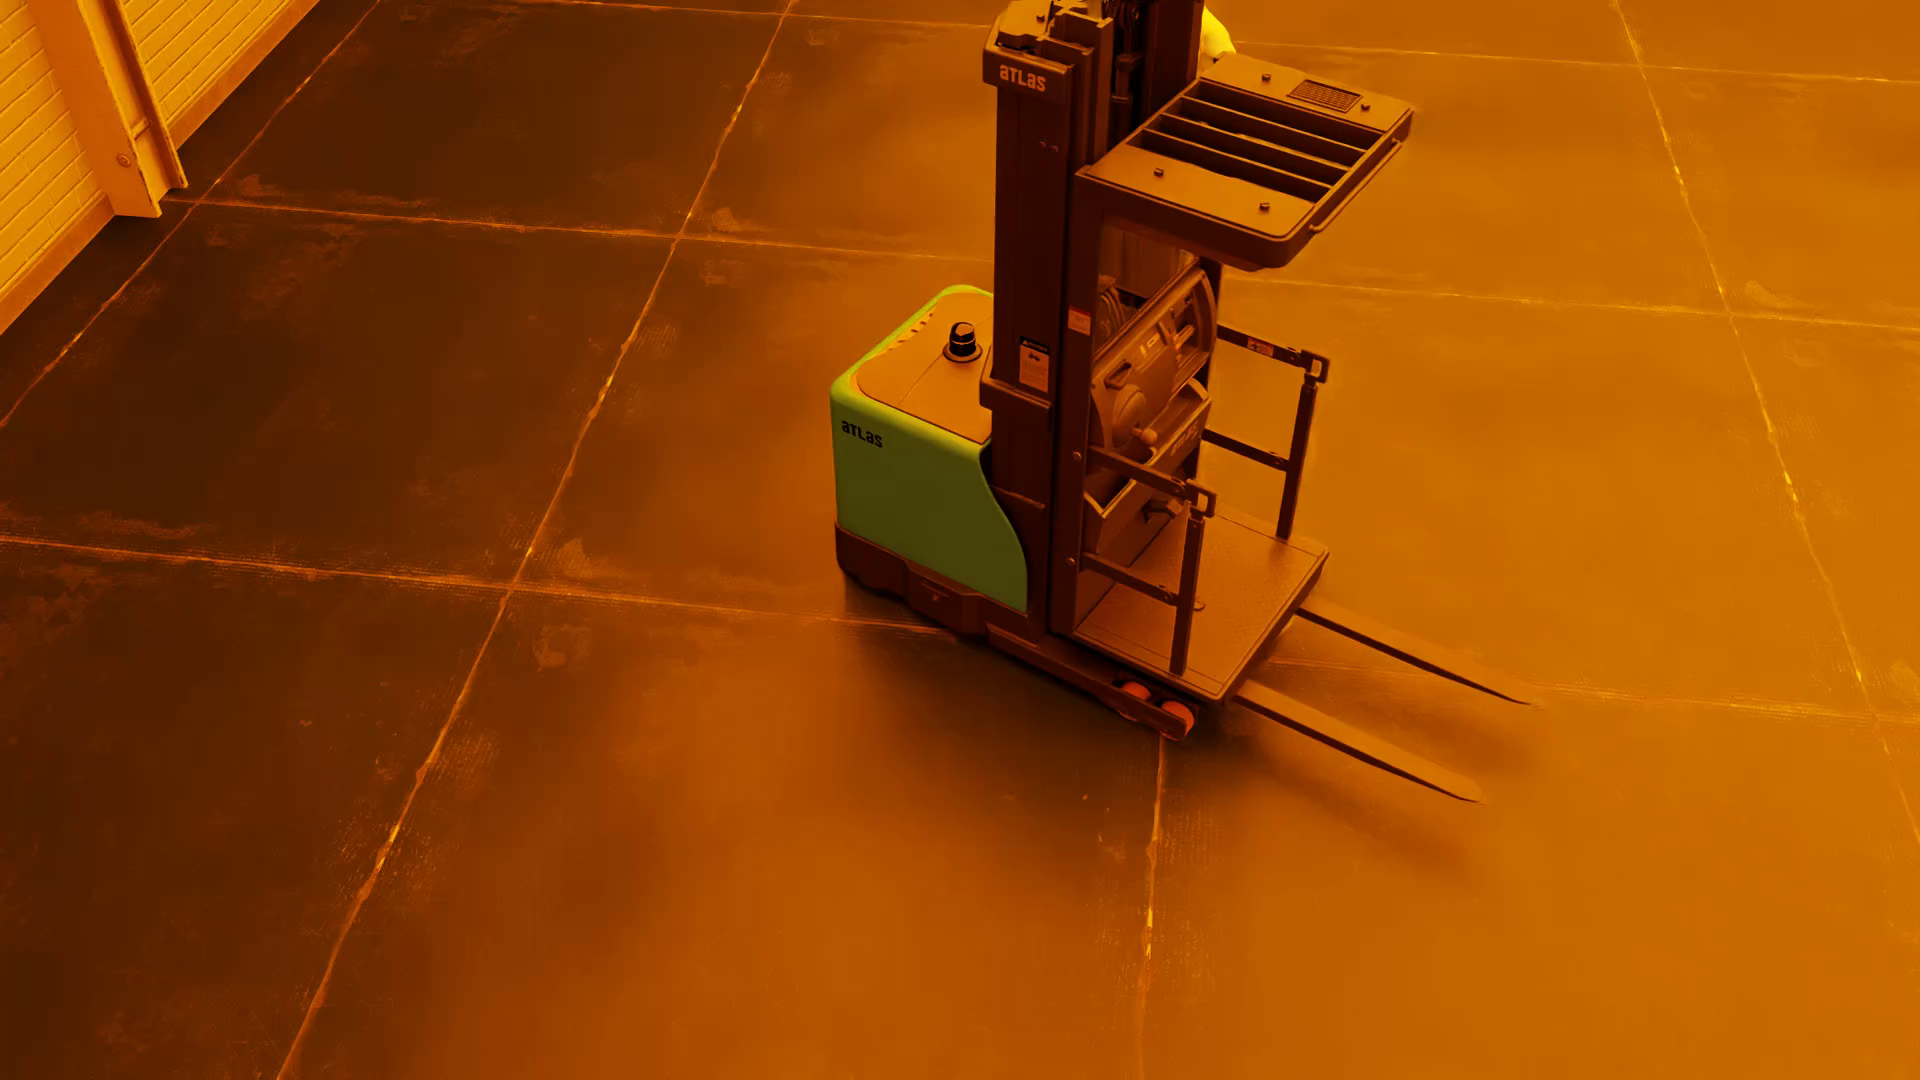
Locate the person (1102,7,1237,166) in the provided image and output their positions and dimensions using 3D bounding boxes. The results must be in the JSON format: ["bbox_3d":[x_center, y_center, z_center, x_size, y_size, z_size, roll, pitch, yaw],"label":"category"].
[{"bbox_3d":[1.128,-2.471,9.327,0.994,1.809,0.568,9,43,9],"label":"person"}]

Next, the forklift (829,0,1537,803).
[{"bbox_3d":[0.939,-0.654,6.437,3.031,2.935,1.130,24,48,24],"label":"forklift"}]
